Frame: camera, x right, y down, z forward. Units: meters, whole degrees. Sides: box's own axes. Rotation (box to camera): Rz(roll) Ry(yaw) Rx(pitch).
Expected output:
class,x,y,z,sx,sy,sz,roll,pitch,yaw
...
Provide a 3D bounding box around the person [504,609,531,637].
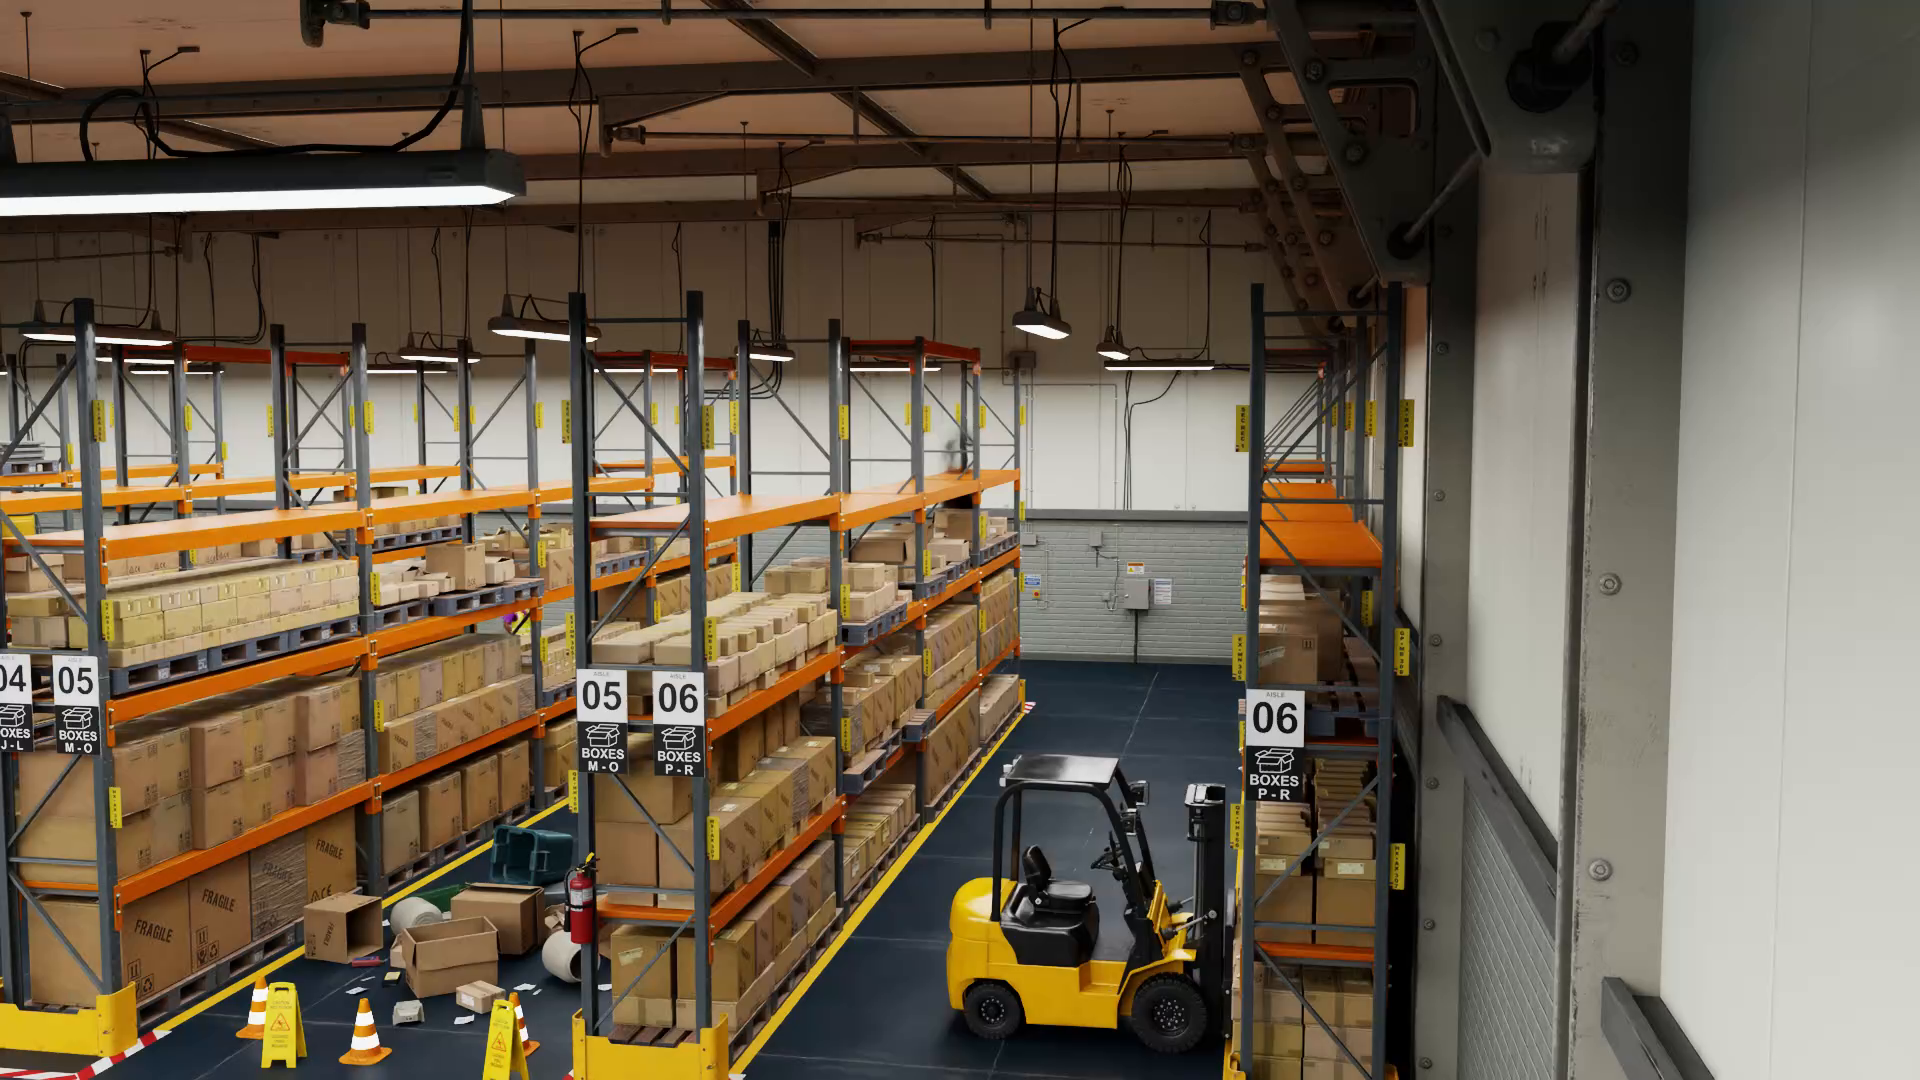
class,x,y,z,sx,sy,sz,roll,pitch,yaw
person,-8.165,1.816,31.032,0.519,1.726,0.740,3,5,29
